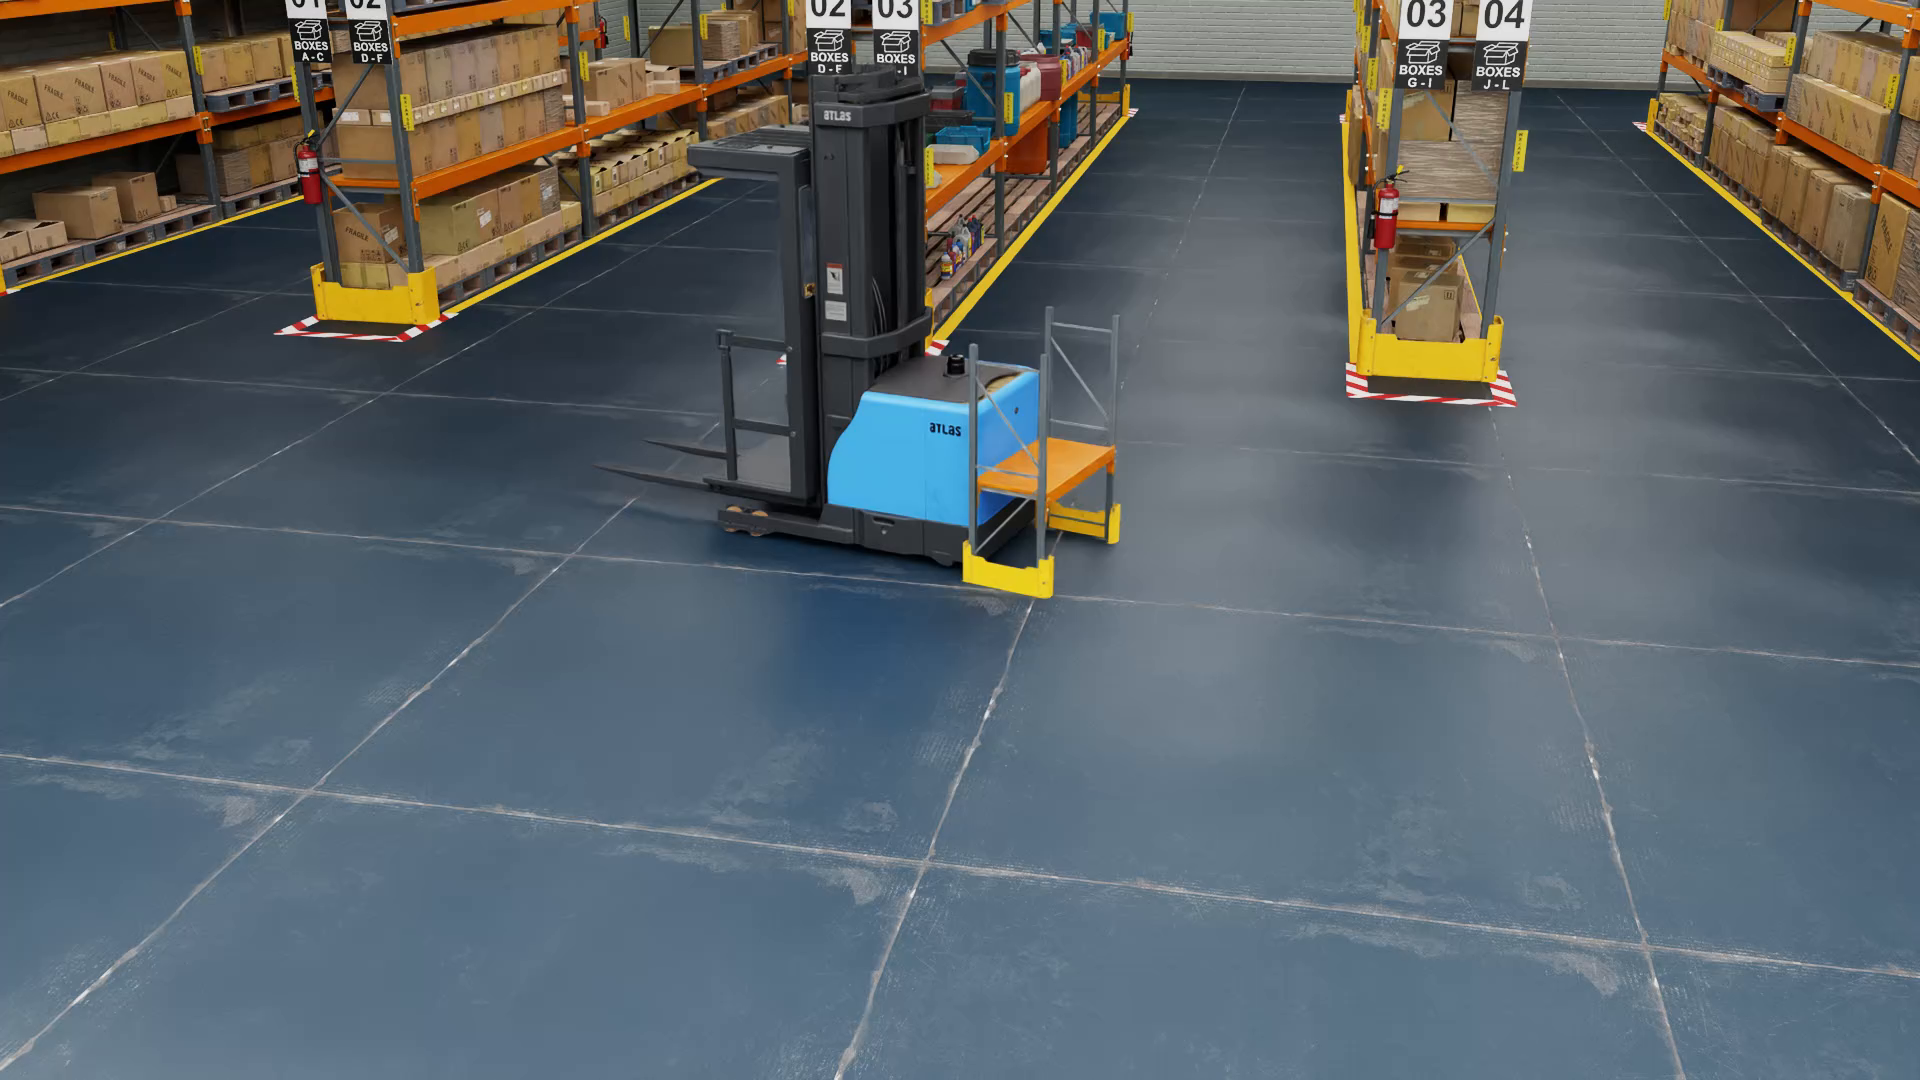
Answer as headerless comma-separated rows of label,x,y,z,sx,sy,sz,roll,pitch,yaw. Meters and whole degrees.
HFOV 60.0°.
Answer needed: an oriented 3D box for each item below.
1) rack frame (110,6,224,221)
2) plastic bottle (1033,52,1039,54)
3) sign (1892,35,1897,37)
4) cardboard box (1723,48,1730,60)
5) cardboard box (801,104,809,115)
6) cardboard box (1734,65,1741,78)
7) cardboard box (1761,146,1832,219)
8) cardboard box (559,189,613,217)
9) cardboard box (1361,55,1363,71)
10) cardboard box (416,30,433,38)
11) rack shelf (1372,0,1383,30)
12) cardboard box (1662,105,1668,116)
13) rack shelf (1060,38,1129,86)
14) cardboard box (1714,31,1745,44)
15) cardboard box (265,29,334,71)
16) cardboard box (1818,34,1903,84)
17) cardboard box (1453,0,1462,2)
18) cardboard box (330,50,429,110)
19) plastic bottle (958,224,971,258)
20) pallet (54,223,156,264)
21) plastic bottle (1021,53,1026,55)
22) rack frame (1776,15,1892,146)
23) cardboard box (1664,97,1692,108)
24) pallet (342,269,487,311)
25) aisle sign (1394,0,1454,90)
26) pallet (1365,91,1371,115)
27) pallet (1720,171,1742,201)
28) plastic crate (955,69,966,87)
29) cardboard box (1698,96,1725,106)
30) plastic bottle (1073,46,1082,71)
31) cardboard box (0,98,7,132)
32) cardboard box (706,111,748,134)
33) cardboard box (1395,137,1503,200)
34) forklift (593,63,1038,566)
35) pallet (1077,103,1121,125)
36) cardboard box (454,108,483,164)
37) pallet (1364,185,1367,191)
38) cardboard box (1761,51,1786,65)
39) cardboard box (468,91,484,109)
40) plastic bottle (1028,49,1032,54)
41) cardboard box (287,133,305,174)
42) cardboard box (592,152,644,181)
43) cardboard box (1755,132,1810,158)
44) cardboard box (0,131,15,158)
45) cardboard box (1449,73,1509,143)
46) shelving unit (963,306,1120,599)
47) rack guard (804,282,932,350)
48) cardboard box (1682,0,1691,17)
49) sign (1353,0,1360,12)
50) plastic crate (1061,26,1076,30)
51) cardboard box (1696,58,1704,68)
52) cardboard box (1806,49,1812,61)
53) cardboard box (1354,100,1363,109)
rack frame,-9.703,-5.409,20.269,1.000,3.000,0.127,4,22,11
plastic bottle,1.121,-7.032,24.464,0.152,0.276,0.135,4,22,11
sign,11.040,-5.820,19.739,0.100,0.325,0.005,4,22,11
cardboard box,10.626,-6.610,22.626,0.380,0.149,0.250,4,22,9
cardboard box,-2.756,-7.302,28.174,0.380,0.166,0.250,4,22,11
cardboard box,10.466,-6.186,21.973,0.380,0.149,0.250,3,22,8
cardboard box,10.284,-4.259,19.864,1.050,0.750,0.750,4,22,10
cardboard box,-4.528,-4.081,20.089,0.500,0.250,0.500,4,22,10
cardboard box,6.037,-6.915,23.875,0.500,0.500,0.500,4,22,11
cardboard box,-8.318,-7.596,25.140,0.500,0.500,0.500,4,22,11
rack shelf,5.253,-6.065,18.846,1.077,0.370,4.000,4,22,11
cardboard box,11.659,-6.992,27.056,0.380,0.149,0.250,4,22,11
rack shelf,2.037,-7.977,27.609,1.077,0.370,4.000,4,22,11
cardboard box,10.781,-7.032,23.277,0.380,0.149,0.250,6,23,14
cardboard box,-9.060,-6.743,22.859,0.700,0.500,0.500,2,22,6
cardboard box,10.293,-5.486,18.987,0.700,0.500,0.500,4,22,10
cardboard box,3.948,-4.532,13.742,0.380,0.149,0.250,4,22,9
cardboard box,-5.550,-4.407,15.911,0.700,0.500,0.500,5,22,11
plastic bottle,0.042,-3.183,17.699,0.144,0.351,0.185,4,22,11
pallet,-10.052,-3.420,19.062,1.003,0.211,1.213,4,22,11
plastic bottle,0.925,-6.958,24.282,0.152,0.276,0.135,4,22,11
rack frame,10.496,-5.324,20.058,1.000,3.000,0.127,4,22,11
cardboard box,11.574,-7.040,26.776,0.380,0.149,0.250,4,22,11
pallet,-5.554,-2.559,16.925,1.003,0.211,1.213,4,22,11
aisle sign,3.722,-4.019,13.339,0.394,0.787,0.004,4,22,11
pallet,5.620,-5.381,20.457,1.213,0.211,1.003,4,22,11
pallet,10.908,-4.761,22.393,1.003,0.211,1.213,4,22,11
plastic crate,0.183,-5.579,20.604,0.402,0.464,0.583,4,22,11
cardboard box,12.161,-7.098,26.919,0.380,0.149,0.250,5,22,12
plastic bottle,1.723,-7.128,24.603,0.144,0.351,0.185,4,22,11
cardboard box,-10.127,-4.385,16.897,0.500,0.500,0.500,4,22,11
cardboard box,-3.455,-6.060,24.642,0.500,0.500,0.500,4,22,10
cardboard box,4.168,-3.197,14.244,0.875,0.500,0.500,4,22,11
forklift,-1.038,-1.549,10.777,3.031,2.935,1.130,10,24,23
pallet,2.238,-7.450,29.070,1.003,0.211,1.213,4,22,11
cardboard box,-5.351,-4.160,17.033,0.700,0.500,0.500,5,22,11
pallet,5.896,-4.728,22.311,1.003,0.211,1.213,4,22,11
cardboard box,10.201,-5.984,20.675,0.380,0.149,0.250,4,22,10
cardboard box,-5.117,-4.515,17.048,0.380,0.149,0.250,4,22,10
plastic bottle,1.036,-7.205,24.902,0.097,0.271,0.097,0,22,0
cardboard box,-9.275,-5.286,22.720,0.700,0.500,0.500,4,22,11
cardboard box,-4.312,-4.716,20.917,0.500,0.311,0.500,4,22,9
cardboard box,10.379,-4.977,20.977,0.500,0.250,0.500,4,22,10
cardboard box,-10.108,-4.040,17.044,0.500,0.250,0.500,4,22,9
cardboard box,4.408,-3.642,14.011,0.500,0.500,0.500,4,22,11
shelving unit,0.528,-0.568,10.255,0.587,1.500,1.083,11,25,26
rack guard,-0.851,-2.063,15.306,1.175,0.500,0.348,4,22,11
cardboard box,11.552,-8.380,25.776,0.500,0.500,0.500,4,22,10
sign,6.751,-9.148,28.287,0.100,0.325,0.005,4,22,11
plastic crate,1.938,-8.687,28.551,0.416,0.233,0.300,4,22,11
cardboard box,11.303,-7.182,25.008,0.380,0.149,0.250,3,22,9
cardboard box,10.941,-6.117,21.005,0.380,0.149,0.250,4,22,9
cardboard box,6.012,-5.524,22.838,1.225,0.875,0.875,5,22,11
